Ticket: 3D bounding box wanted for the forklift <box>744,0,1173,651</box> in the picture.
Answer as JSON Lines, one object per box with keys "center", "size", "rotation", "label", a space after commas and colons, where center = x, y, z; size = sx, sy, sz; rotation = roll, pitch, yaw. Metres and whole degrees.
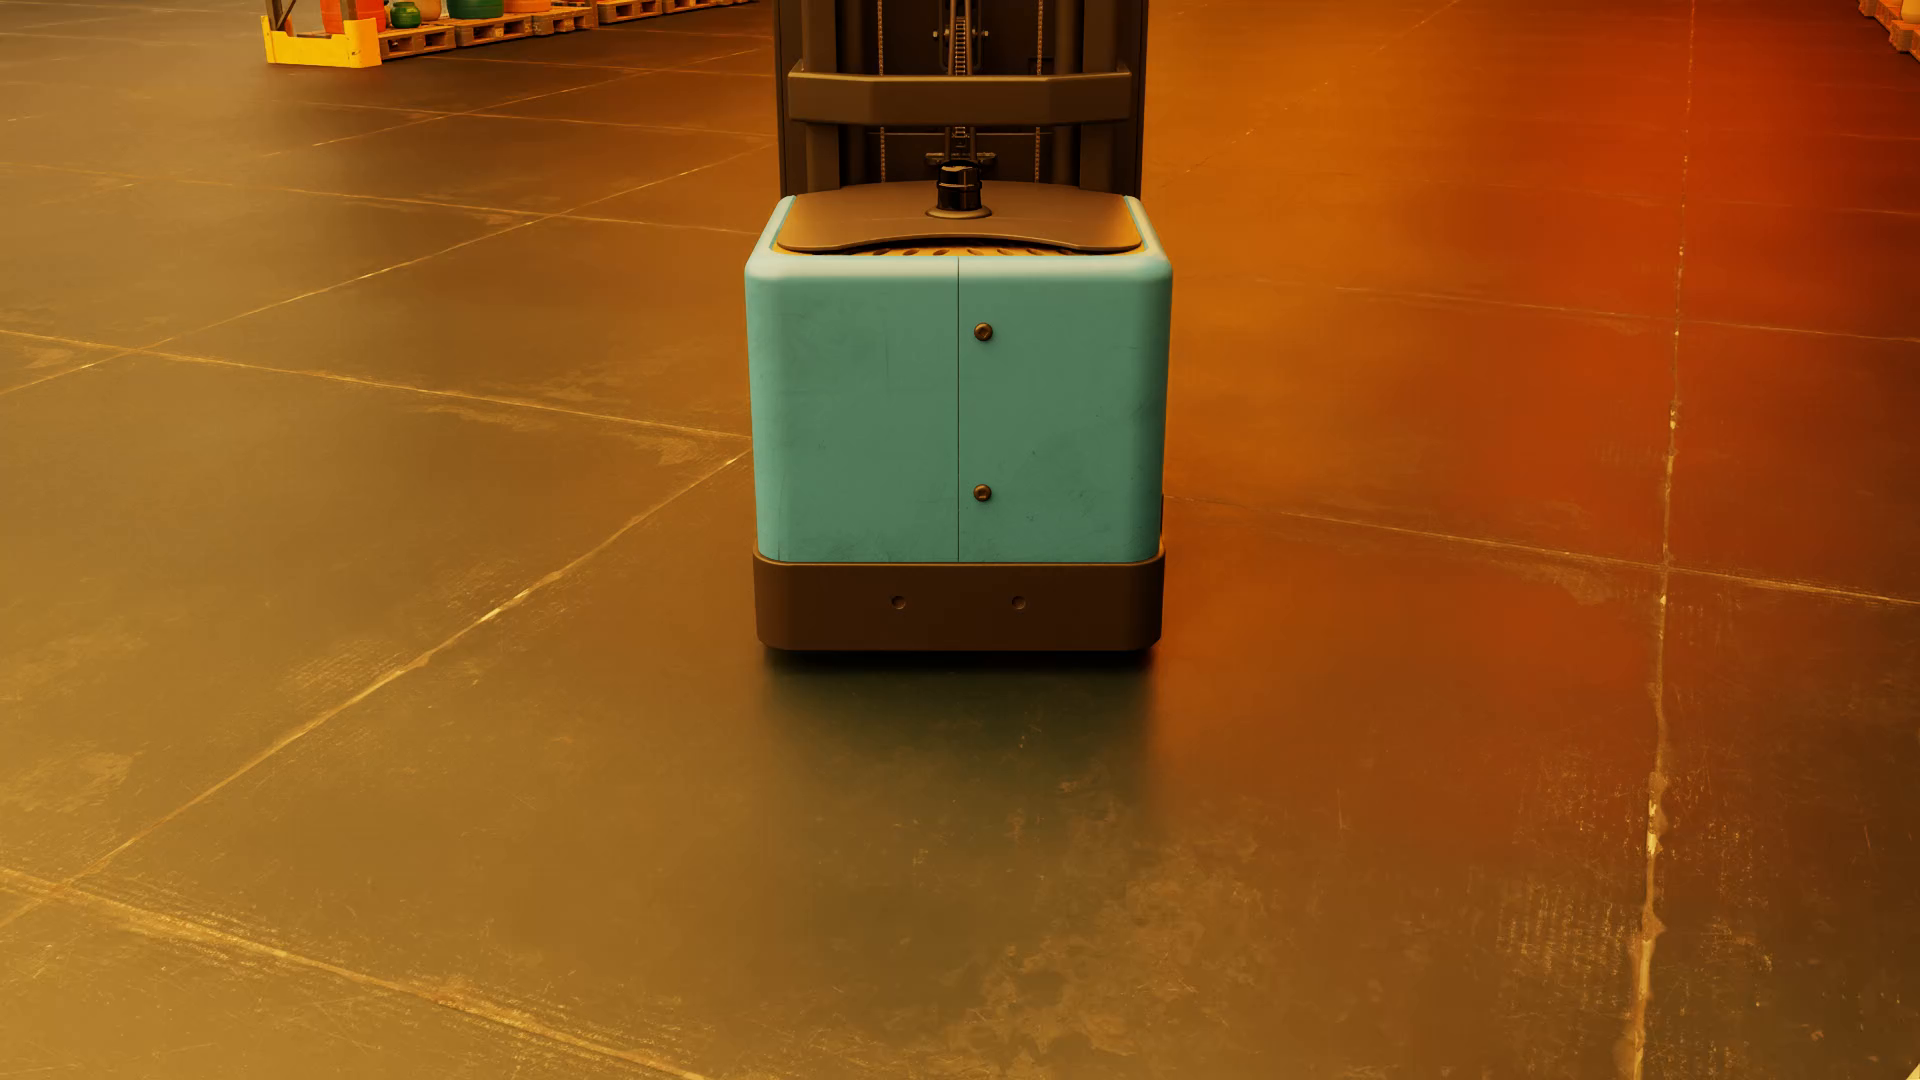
{"center": [0.002, -1.587, 5.089], "size": [1.130, 2.935, 3.031], "rotation": [0, 23, 0], "label": "forklift"}
